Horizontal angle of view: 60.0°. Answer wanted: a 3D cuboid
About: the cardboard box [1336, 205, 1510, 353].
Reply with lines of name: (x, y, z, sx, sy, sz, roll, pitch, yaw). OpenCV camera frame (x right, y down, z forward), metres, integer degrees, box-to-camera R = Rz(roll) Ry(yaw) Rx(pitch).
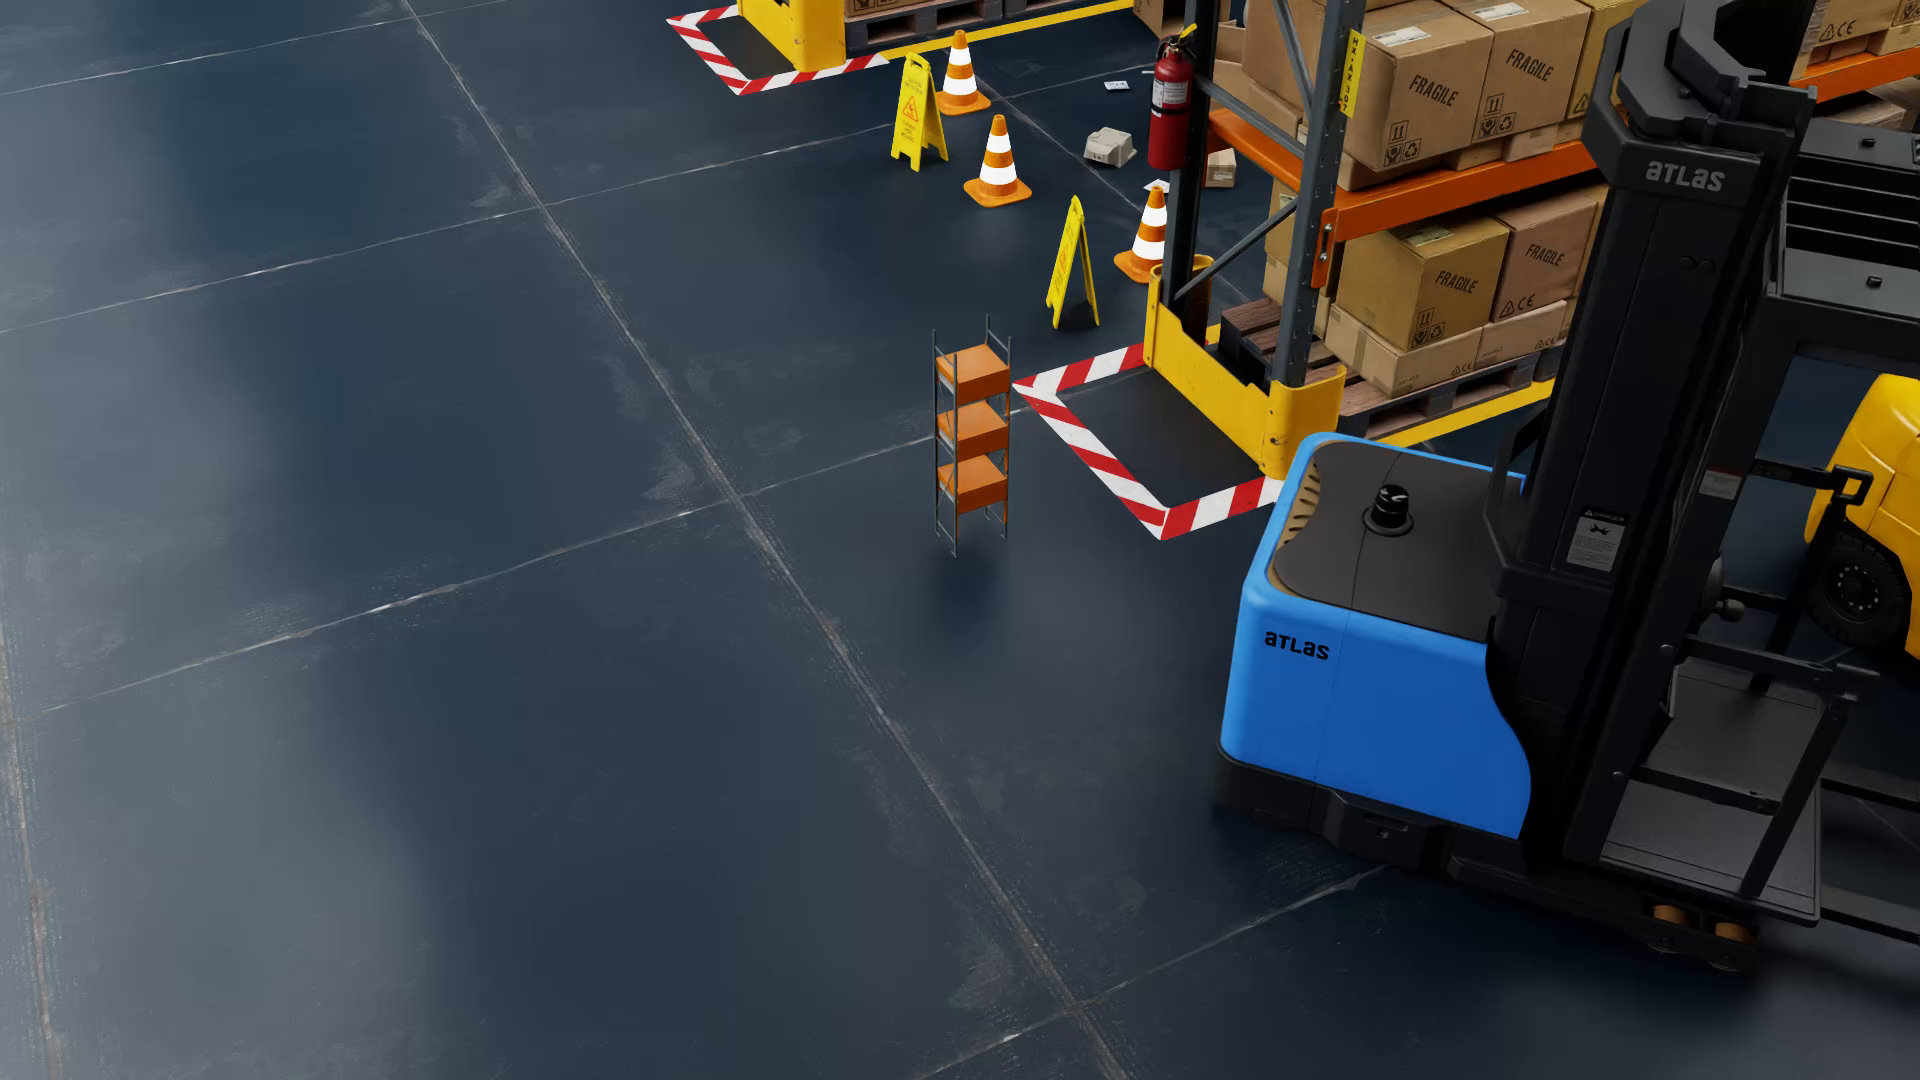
cardboard box: (2.111, -1.252, 7.630, 0.500, 0.500, 0.500, -20, 44, -22)

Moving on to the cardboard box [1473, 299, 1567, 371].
cardboard box: (2.546, -1.107, 8.039, 0.500, 0.250, 0.500, -17, 43, -19)

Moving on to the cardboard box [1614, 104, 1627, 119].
cardboard box: (2.801, -2.028, 7.518, 0.250, 0.149, 0.380, -17, 43, -19)

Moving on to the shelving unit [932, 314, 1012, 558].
shelving unit: (0.047, -0.417, 6.930, 0.252, 1.050, 0.215, -19, 44, -21)

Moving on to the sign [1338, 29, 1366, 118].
sign: (1.498, -1.785, 6.367, 0.005, 0.325, 0.100, -19, 44, -21)

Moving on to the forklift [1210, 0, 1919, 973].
forklift: (2.481, -0.073, 5.068, 3.031, 2.935, 1.130, 14, 42, 16)

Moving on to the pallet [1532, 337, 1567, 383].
pallet: (3.132, -1.308, 8.631, 1.213, 0.211, 1.003, -19, 44, -21)

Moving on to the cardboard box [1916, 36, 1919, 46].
cardboard box: (4.650, -2.593, 8.186, 0.250, 0.149, 0.380, -19, 44, -21)

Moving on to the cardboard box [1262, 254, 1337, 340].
cardboard box: (1.861, -1.279, 8.242, 0.500, 0.250, 0.500, -19, 44, -21)

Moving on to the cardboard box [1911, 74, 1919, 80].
cardboard box: (5.895, -2.491, 9.580, 0.625, 0.372, 0.950, -16, 43, -18)

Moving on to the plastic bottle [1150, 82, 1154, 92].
plastic bottle: (1.357, -2.931, 10.665, 0.133, 0.061, 0.283, 31, 49, 31)

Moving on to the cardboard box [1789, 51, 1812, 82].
cardboard box: (3.751, -2.288, 7.825, 0.250, 0.149, 0.380, -19, 44, -21)

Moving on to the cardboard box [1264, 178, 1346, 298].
cardboard box: (1.837, -1.551, 7.983, 0.500, 0.500, 0.500, -18, 44, -20)

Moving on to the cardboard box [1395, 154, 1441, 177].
cardboard box: (1.861, -1.736, 7.174, 0.250, 0.149, 0.380, -18, 43, -20)

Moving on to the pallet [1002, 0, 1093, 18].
pallet: (0.624, -4.152, 11.992, 1.213, 0.211, 1.003, -19, 44, -21)

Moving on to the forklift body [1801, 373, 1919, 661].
forklift body: (4.382, -0.210, 5.833, 1.214, 2.155, 2.313, -19, 44, -21)

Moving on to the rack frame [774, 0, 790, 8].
rack frame: (-1.129, -4.572, 10.329, 0.127, 3.000, 1.000, -19, 44, -21)

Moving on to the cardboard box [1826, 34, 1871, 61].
cardboard box: (4.165, -2.481, 8.054, 0.250, 0.149, 0.380, -18, 44, -20)

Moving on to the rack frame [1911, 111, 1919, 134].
rack frame: (4.795, -2.959, 8.424, 0.127, 3.000, 1.000, -19, 44, -21)

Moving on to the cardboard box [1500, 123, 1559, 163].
cardboard box: (2.380, -1.818, 7.270, 0.250, 0.149, 0.380, -18, 43, -20)

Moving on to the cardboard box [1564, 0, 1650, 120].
cardboard box: (2.704, -2.209, 7.230, 0.500, 0.500, 0.500, -19, 44, -21)

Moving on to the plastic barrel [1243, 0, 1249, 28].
plastic barrel: (2.121, -3.565, 11.134, 0.421, 0.421, 0.512, 8, 41, 10)

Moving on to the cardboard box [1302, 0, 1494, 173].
cardboard box: (1.795, -1.900, 6.865, 0.500, 0.500, 0.500, -19, 44, -21)

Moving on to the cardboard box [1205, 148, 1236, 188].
cardboard box: (1.476, -2.226, 9.764, 0.250, 0.149, 0.380, 2, 40, 2)

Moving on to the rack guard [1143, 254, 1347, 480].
rack guard: (1.314, -0.834, 7.848, 0.348, 0.500, 1.175, -19, 44, -21)

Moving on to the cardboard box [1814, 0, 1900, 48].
cardboard box: (4.062, -2.678, 7.785, 0.500, 0.500, 0.500, -17, 43, -19)

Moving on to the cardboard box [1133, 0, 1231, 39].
cardboard box: (1.516, -3.761, 11.304, 0.500, 0.500, 0.500, -12, 42, -13)

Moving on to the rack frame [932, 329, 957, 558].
rack frame: (-0.061, -0.380, 6.887, 0.008, 1.050, 0.200, -19, 44, -21)

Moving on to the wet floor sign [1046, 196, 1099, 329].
wet floor sign: (0.584, -1.423, 8.432, 0.232, 0.644, 0.267, -5, 40, -6)

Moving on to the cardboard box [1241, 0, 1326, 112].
cardboard box: (1.601, -2.237, 7.263, 0.500, 0.500, 0.500, -19, 44, -21)

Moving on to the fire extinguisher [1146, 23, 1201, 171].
fire extinguisher: (0.933, -1.966, 7.311, 0.183, 0.674, 0.296, -19, 44, -21)

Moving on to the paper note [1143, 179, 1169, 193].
paper note: (1.166, -2.055, 9.654, 0.148, 0.019, 0.142, 31, 49, 31)

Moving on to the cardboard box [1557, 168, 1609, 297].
cardboard box: (3.021, -1.556, 7.989, 0.500, 0.500, 0.500, -18, 43, -20)

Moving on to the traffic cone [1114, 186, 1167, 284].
traffic cone: (1.032, -1.665, 8.858, 0.334, 0.463, 0.336, -19, 44, -21)

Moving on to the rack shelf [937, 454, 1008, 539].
rack shelf: (0.047, -0.196, 7.116, 0.240, 0.259, 0.215, -19, 44, -21)
